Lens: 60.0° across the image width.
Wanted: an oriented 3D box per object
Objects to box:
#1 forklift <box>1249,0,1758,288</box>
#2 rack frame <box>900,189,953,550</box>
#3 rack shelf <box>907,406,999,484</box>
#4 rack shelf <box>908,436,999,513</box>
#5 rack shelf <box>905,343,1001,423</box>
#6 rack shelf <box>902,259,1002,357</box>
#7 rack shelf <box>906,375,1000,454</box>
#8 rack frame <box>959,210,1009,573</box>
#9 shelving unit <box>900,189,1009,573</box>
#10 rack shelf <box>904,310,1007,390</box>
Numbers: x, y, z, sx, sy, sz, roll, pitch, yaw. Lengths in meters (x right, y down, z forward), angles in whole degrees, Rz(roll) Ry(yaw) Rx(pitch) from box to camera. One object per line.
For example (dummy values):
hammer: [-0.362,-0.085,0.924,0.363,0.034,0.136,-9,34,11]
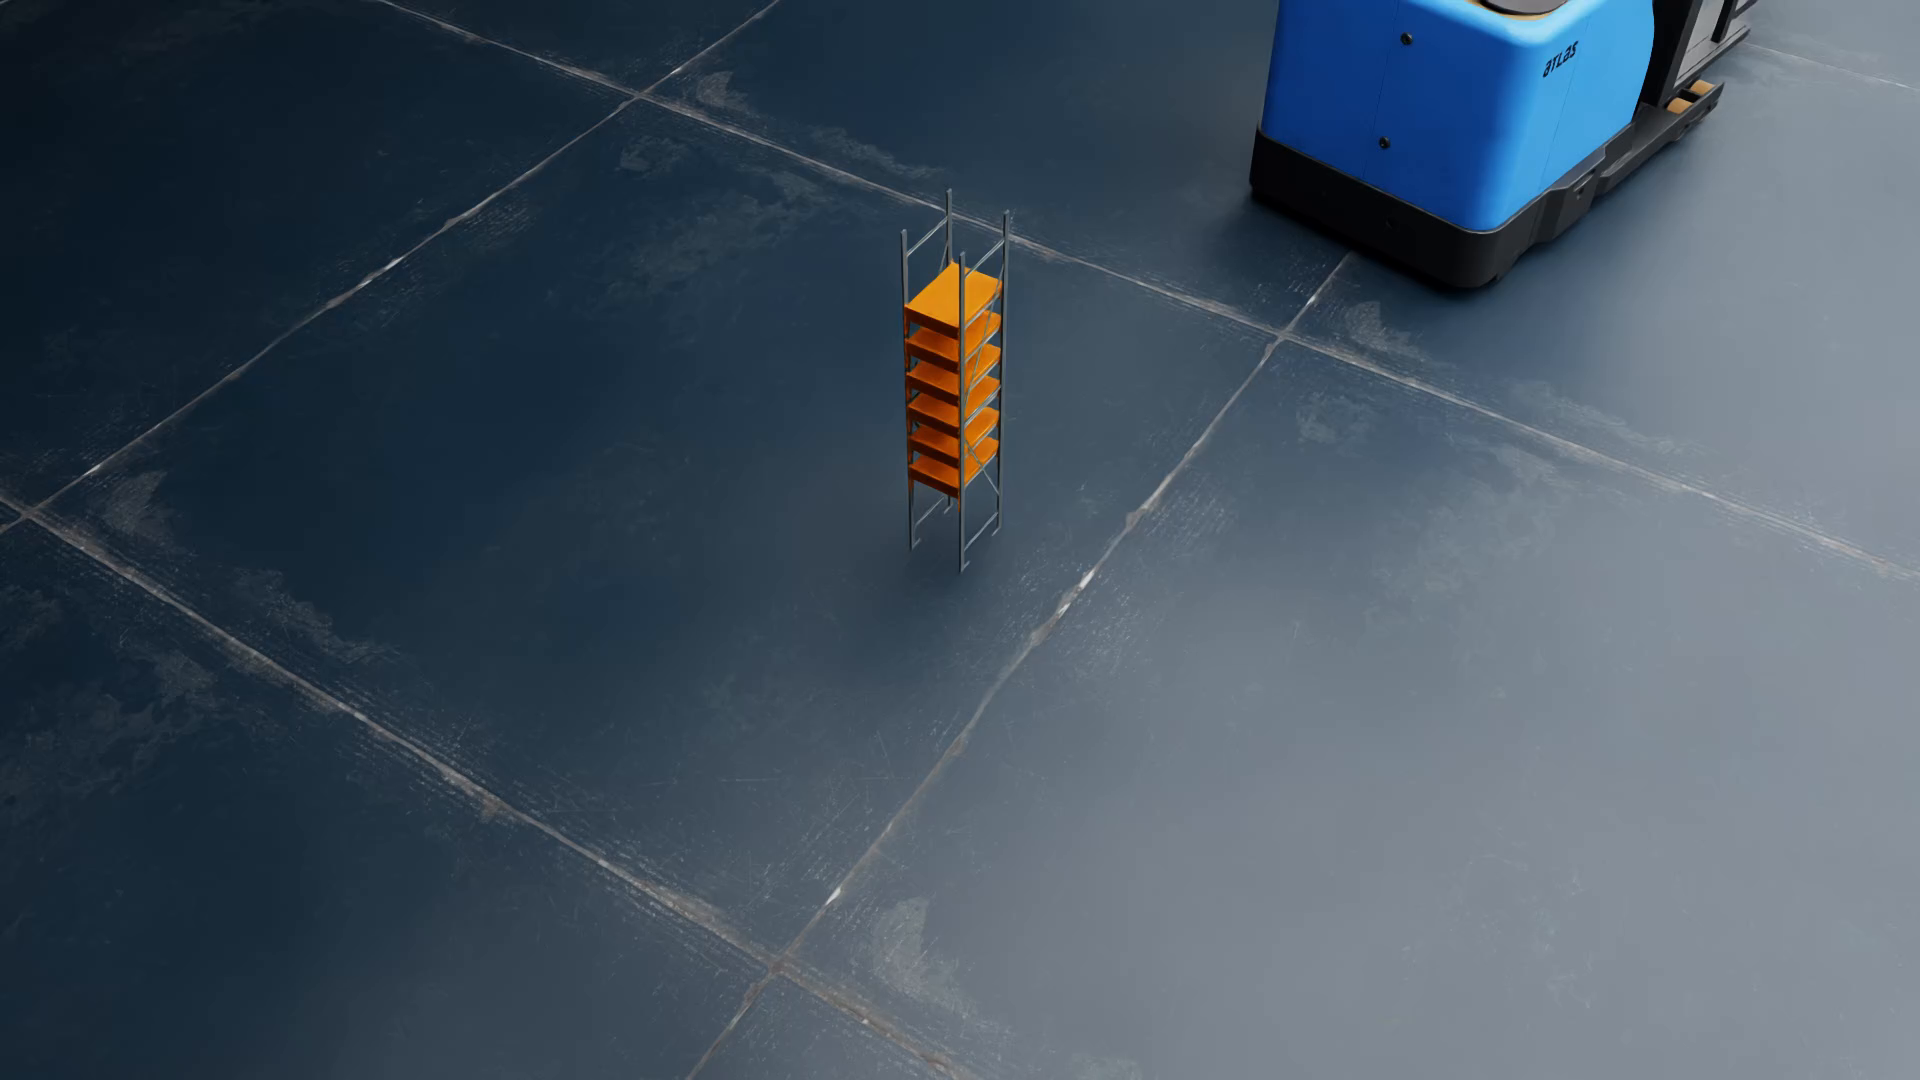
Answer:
forklift: [2.518,-2.897,6.022,1.130,2.935,3.031,35,55,29]
rack frame: [-0.089,-0.459,4.860,0.006,1.200,0.240,25,51,22]
rack shelf: [-0.012,-0.309,4.943,0.180,0.103,0.258,25,51,22]
rack shelf: [-0.012,-0.226,5.029,0.180,0.103,0.258,25,51,22]
rack shelf: [-0.012,-0.476,4.771,0.180,0.103,0.258,25,51,22]
rack shelf: [-0.012,-0.644,4.599,0.180,0.103,0.258,25,51,22]
rack shelf: [-0.012,-0.393,4.857,0.180,0.103,0.258,25,51,22]
rack frame: [0.065,-0.388,4.791,0.006,1.200,0.240,25,51,22]
shelving unit: [-0.012,-0.424,4.825,0.189,1.200,0.258,25,51,22]
rack shelf: [-0.012,-0.560,4.685,0.180,0.103,0.258,25,51,22]
